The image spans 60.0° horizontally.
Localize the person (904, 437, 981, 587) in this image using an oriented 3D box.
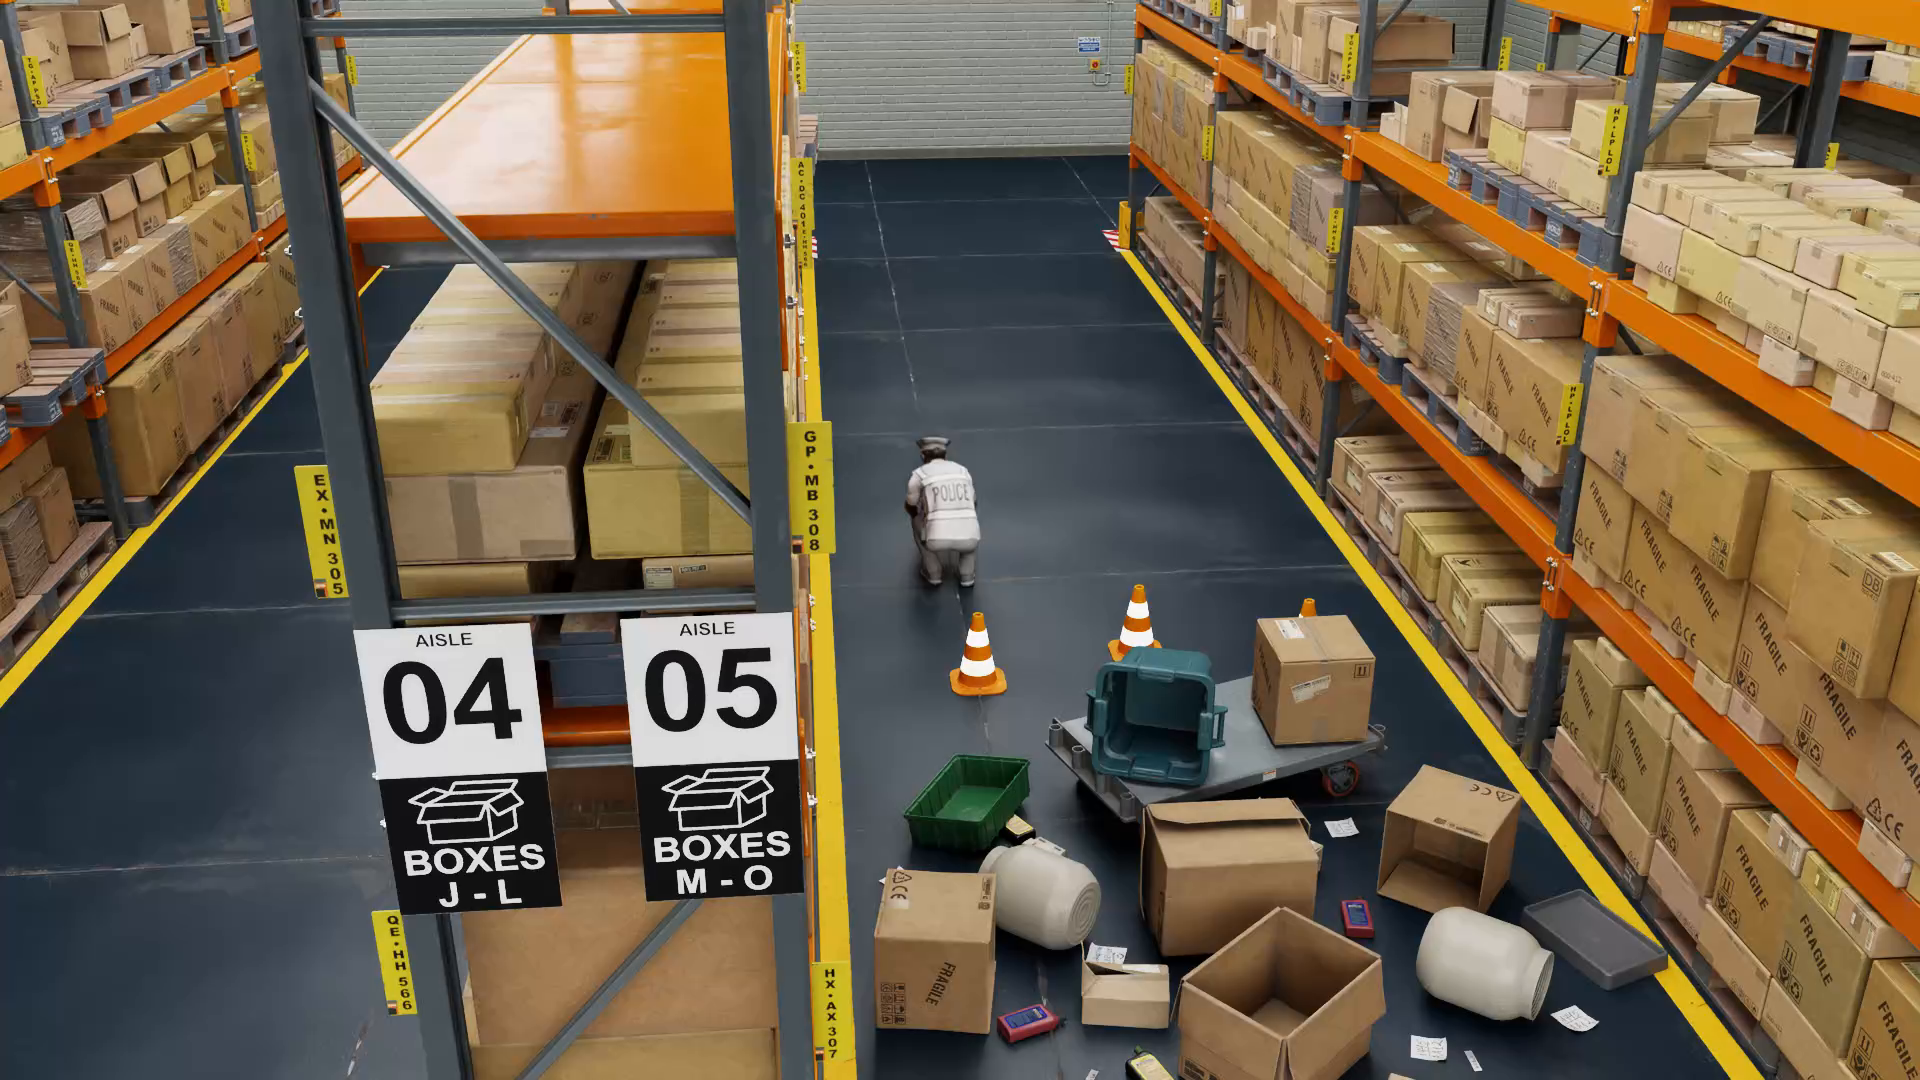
[{"bbox_3d":[-0.114,-0.202,11.458,0.514,0.949,0.837,-2,24,-6],"label":"person"}]
